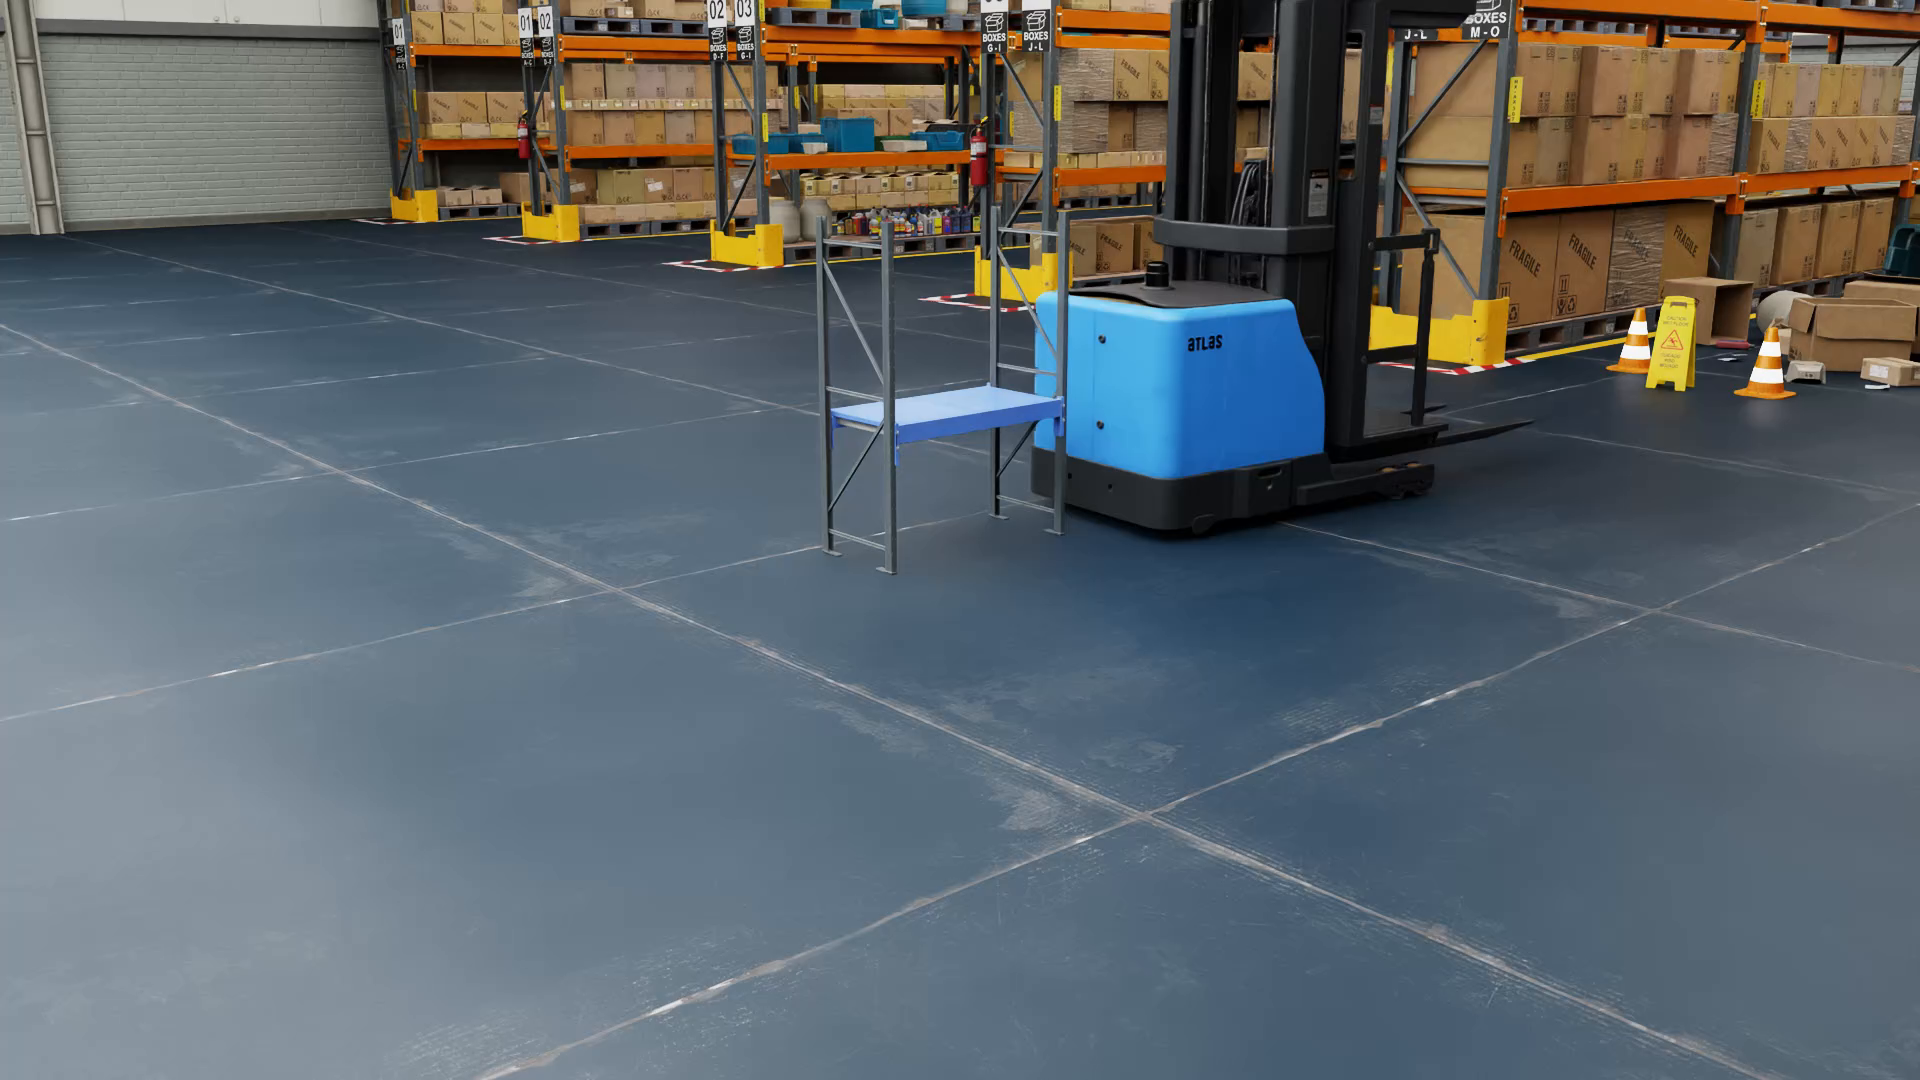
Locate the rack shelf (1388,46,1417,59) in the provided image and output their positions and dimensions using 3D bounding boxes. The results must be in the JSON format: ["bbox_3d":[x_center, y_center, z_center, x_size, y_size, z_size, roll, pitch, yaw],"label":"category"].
[{"bbox_3d":[7.893,-8.343,28.752,4.000,0.370,1.077,-13,19,-39],"label":"rack shelf"}]

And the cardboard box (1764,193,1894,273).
[{"bbox_3d":[9.279,-3.308,17.868,0.750,0.750,1.050,-13,20,-40],"label":"cardboard box"}]

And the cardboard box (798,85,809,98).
[{"bbox_3d":[-2.965,-8.845,32.788,0.500,0.250,0.500,-12,19,-38],"label":"cardboard box"}]

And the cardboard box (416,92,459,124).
[{"bbox_3d":[-8.614,-7.120,27.392,0.500,0.500,0.500,-13,19,-39],"label":"cardboard box"}]

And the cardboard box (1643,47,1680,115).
[{"bbox_3d":[5.643,-3.958,14.372,0.550,0.550,0.875,-13,19,-39],"label":"cardboard box"}]

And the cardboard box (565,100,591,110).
[{"bbox_3d":[-5.480,-6.221,23.776,0.250,0.149,0.380,-13,20,-40],"label":"cardboard box"}]

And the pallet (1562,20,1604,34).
[{"bbox_3d":[7.910,-6.928,22.427,1.213,0.211,1.003,-12,19,-37],"label":"pallet"}]

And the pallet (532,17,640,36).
[{"bbox_3d":[-5.367,-7.356,23.834,1.213,0.211,1.003,-13,19,-39],"label":"pallet"}]

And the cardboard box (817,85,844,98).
[{"bbox_3d":[-2.603,-8.749,32.430,0.500,0.250,0.500,-12,19,-38],"label":"cardboard box"}]

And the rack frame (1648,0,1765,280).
[{"bbox_3d":[6.780,-3.600,15.416,0.127,3.000,1.000,-13,19,-39],"label":"rack frame"}]

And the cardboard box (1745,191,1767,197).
[{"bbox_3d":[12.223,-5.668,26.461,0.875,0.875,0.875,-13,19,-39],"label":"cardboard box"}]

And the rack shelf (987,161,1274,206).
[{"bbox_3d":[2.092,-3.897,17.919,4.000,0.370,1.077,-13,19,-39],"label":"rack shelf"}]

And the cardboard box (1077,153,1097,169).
[{"bbox_3d":[1.156,-3.824,16.742,0.250,0.149,0.380,-13,19,-39],"label":"cardboard box"}]

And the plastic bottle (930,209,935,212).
[{"bbox_3d":[-0.405,-4.415,22.892,0.135,0.276,0.152,-12,19,-37],"label":"plastic bottle"}]

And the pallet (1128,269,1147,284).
[{"bbox_3d":[2.196,-2.907,18.225,1.213,0.211,1.003,-13,19,-39],"label":"pallet"}]

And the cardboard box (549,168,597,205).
[{"bbox_3d":[-5.708,-5.220,24.541,0.500,0.500,0.500,-13,19,-39],"label":"cardboard box"}]

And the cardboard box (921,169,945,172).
[{"bbox_3d":[-0.470,-6.304,28.964,0.500,0.311,0.500,-12,19,-38],"label":"cardboard box"}]

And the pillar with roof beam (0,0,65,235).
[{"bbox_3d":[-10.912,-8.129,20.746,0.400,9.000,9.100,-13,19,-39],"label":"pillar with roof beam"}]

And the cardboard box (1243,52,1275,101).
[{"bbox_3d":[3.065,-5.043,18.110,0.500,0.500,0.500,-13,19,-39],"label":"cardboard box"}]

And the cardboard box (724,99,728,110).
[{"bbox_3d":[-3.733,-6.614,25.248,0.250,0.149,0.380,-13,20,-40],"label":"cardboard box"}]

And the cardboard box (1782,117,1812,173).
[{"bbox_3d":[7.734,-3.771,15.861,0.500,0.500,0.500,-12,19,-39],"label":"cardboard box"}]

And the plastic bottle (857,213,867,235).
[{"bbox_3d":[-1.292,-4.183,22.008,0.133,0.283,0.061,-13,19,-39],"label":"plastic bottle"}]

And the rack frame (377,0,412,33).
[{"bbox_3d":[-9.172,-9.697,26.614,0.127,3.000,1.000,-13,19,-39],"label":"rack frame"}]

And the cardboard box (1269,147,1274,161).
[{"bbox_3d":[3.436,-4.327,18.625,0.250,0.149,0.380,-13,19,-39],"label":"cardboard box"}]

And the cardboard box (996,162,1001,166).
[{"bbox_3d":[0.709,-6.771,29.826,0.500,0.250,0.500,-12,19,-37],"label":"cardboard box"}]

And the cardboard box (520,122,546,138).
[{"bbox_3d":[-7.442,-7.017,28.461,0.500,0.250,0.500,-12,19,-39],"label":"cardboard box"}]

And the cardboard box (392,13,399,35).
[{"bbox_3d":[-9.023,-8.425,27.435,0.500,0.500,0.500,-11,18,-35],"label":"cardboard box"}]

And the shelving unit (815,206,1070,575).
[{"bbox_3d":[-0.064,-0.710,7.502,1.048,1.500,0.538,-13,19,-39],"label":"shelving unit"}]

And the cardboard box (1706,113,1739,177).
[{"bbox_3d":[6.510,-3.608,15.154,0.550,0.550,0.875,-13,19,-39],"label":"cardboard box"}]

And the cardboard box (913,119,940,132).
[{"bbox_3d":[-0.684,-7.033,28.439,0.500,0.311,0.500,-13,20,-40],"label":"cardboard box"}]

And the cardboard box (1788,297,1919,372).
[{"bbox_3d":[6.751,-1.560,12.617,0.797,0.503,0.637,2,15,9],"label":"cardboard box"}]

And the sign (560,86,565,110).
[{"bbox_3d":[-5.557,-6.182,23.250,0.005,0.325,0.100,-13,19,-39],"label":"sign"}]

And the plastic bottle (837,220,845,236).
[{"bbox_3d":[-1.571,-4.127,21.956,0.097,0.201,0.097,0,15,0],"label":"plastic bottle"}]

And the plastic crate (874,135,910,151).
[{"bbox_3d":[-0.860,-5.270,22.077,0.662,0.188,0.450,-13,19,-39],"label":"plastic crate"}]

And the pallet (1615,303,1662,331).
[{"bbox_3d":[6.155,-2.139,15.350,1.213,0.211,1.003,-13,19,-39],"label":"pallet"}]

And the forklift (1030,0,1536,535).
[{"bbox_3d":[1.847,-1.720,8.509,3.031,2.935,1.130,-11,18,-35],"label":"forklift"}]

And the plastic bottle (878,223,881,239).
[{"bbox_3d":[-1.018,-3.994,21.460,0.097,0.201,0.097,0,15,0],"label":"plastic bottle"}]

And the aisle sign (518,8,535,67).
[{"bbox_3d":[-6.160,-7.136,23.617,0.004,0.787,0.394,-13,19,-39],"label":"aisle sign"}]

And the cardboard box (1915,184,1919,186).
[{"bbox_3d":[11.684,-4.148,20.045,0.500,0.250,0.500,-12,19,-38],"label":"cardboard box"}]

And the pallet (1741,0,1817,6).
[{"bbox_3d":[7.439,-5.122,15.671,1.217,0.209,0.805,-14,20,-42],"label":"pallet"}]

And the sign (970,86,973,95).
[{"bbox_3d":[0.244,-9.248,34.470,0.005,0.325,0.100,-13,19,-39],"label":"sign"}]

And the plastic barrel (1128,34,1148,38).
[{"bbox_3d":[2.560,-7.346,23.895,0.301,0.262,0.301,0,15,0],"label":"plastic barrel"}]

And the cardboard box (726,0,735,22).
[{"bbox_3d":[-3.453,-8.246,25.718,0.500,0.500,0.500,-11,18,-35],"label":"cardboard box"}]

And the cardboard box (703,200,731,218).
[{"bbox_3d":[-3.857,-5.095,25.527,0.500,0.250,0.500,-13,19,-39],"label":"cardboard box"}]

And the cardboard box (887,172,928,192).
[{"bbox_3d":[-0.886,-6.024,27.918,0.500,0.311,0.500,-13,20,-40],"label":"cardboard box"}]

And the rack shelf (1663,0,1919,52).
[{"bbox_3d":[8.289,-5.041,16.390,4.000,0.370,1.077,-13,19,-39],"label":"rack shelf"}]

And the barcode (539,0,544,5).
[{"bbox_3d":[-6.006,-7.709,23.861,0.075,0.075,0.001,-13,19,-39],"label":"barcode"}]

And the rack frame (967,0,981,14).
[{"bbox_3d":[0.349,-8.446,21.930,0.127,3.000,1.000,-13,19,-39],"label":"rack frame"}]

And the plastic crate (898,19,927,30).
[{"bbox_3d":[-0.596,-6.518,21.039,0.396,0.136,0.243,-13,19,-39],"label":"plastic crate"}]

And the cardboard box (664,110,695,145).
[{"bbox_3d":[-4.391,-6.222,25.038,0.500,0.500,0.700,-12,19,-38],"label":"cardboard box"}]

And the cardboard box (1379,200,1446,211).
[{"bbox_3d":[5.716,-4.052,21.097,0.700,0.500,0.500,14,20,42],"label":"cardboard box"}]

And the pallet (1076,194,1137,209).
[{"bbox_3d":[2.547,-6.375,31.207,1.213,0.211,1.003,-13,19,-39],"label":"pallet"}]

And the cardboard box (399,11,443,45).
[{"bbox_3d":[-8.755,-8.313,27.016,0.500,0.500,0.500,-12,19,-38],"label":"cardboard box"}]

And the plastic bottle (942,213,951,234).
[{"bbox_3d":[-0.188,-4.214,22.124,0.133,0.283,0.061,-11,19,-36],"label":"plastic bottle"}]

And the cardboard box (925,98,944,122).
[{"bbox_3d":[-0.680,-8.817,34.138,0.500,0.500,0.500,-12,19,-39],"label":"cardboard box"}]
